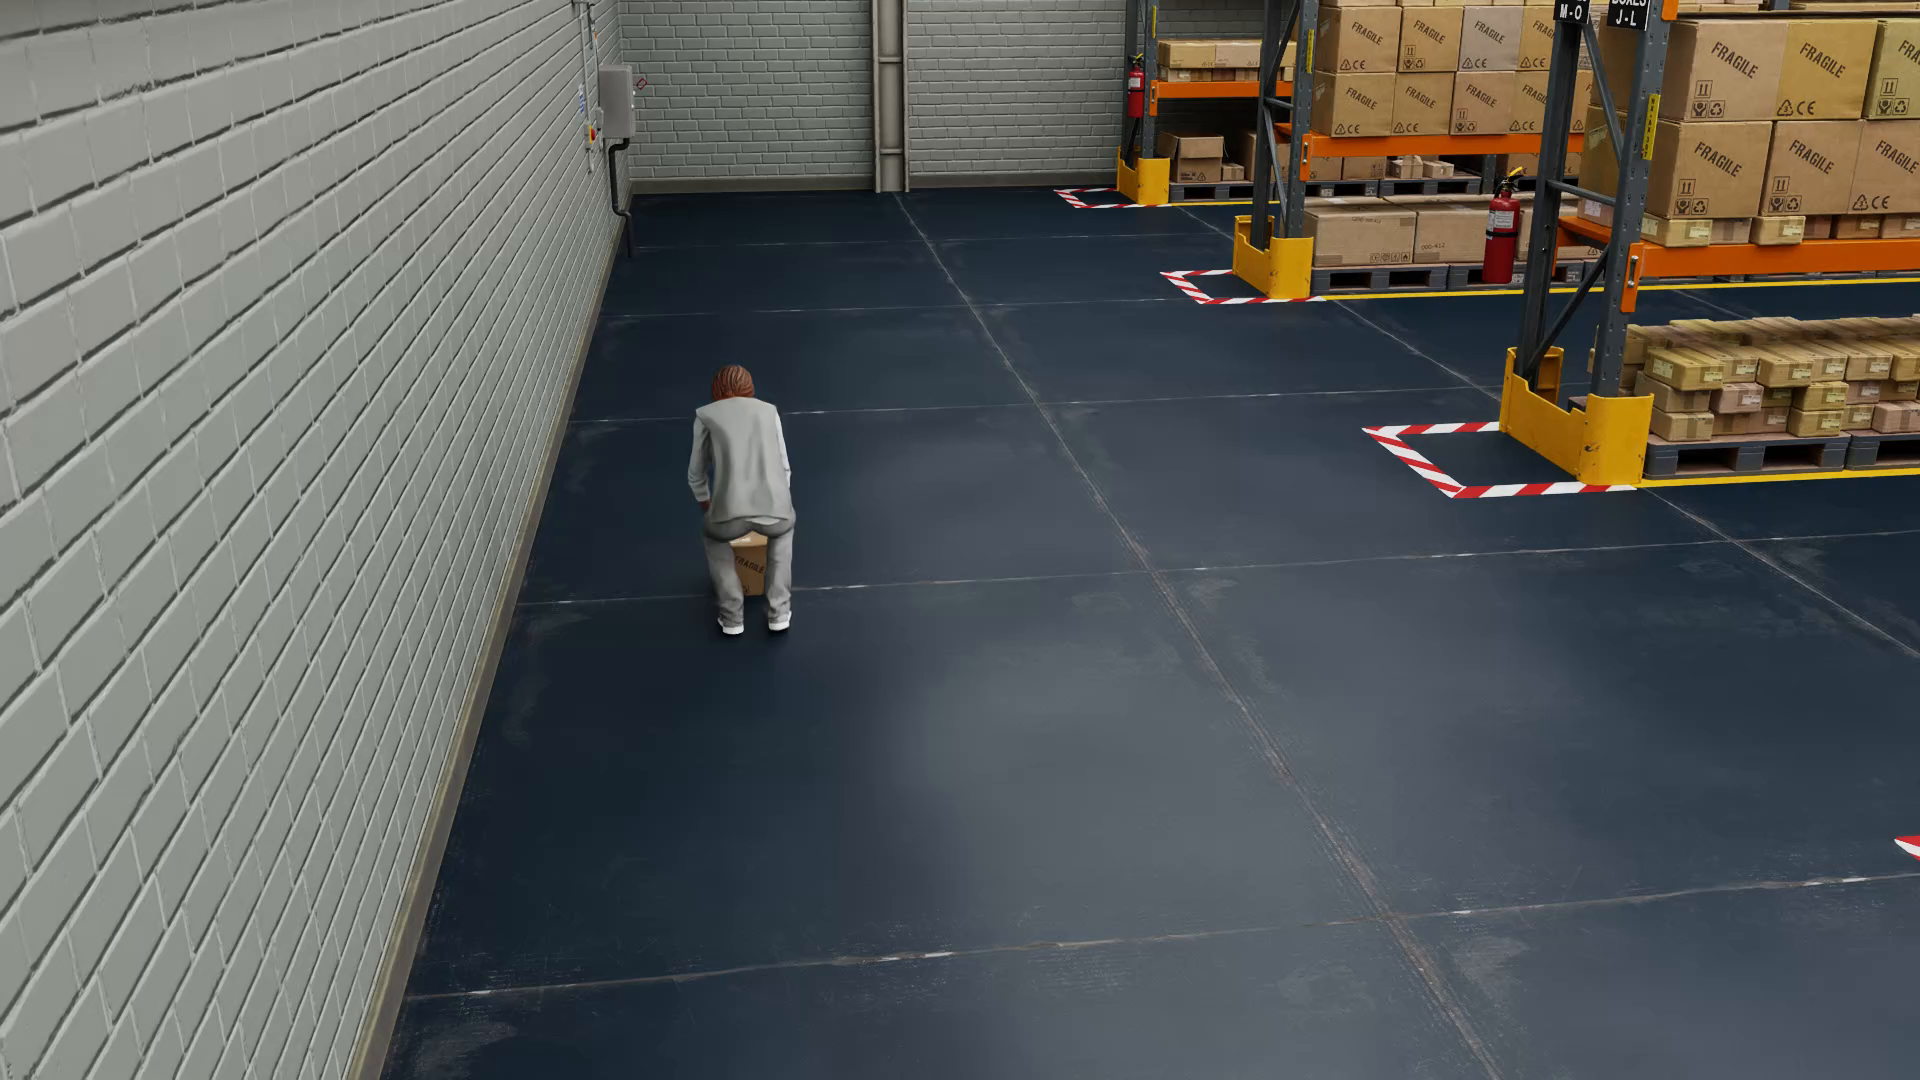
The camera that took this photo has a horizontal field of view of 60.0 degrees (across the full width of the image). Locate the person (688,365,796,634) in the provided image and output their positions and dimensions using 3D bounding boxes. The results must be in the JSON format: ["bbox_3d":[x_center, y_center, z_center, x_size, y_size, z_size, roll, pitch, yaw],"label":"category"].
[{"bbox_3d":[-0.947,-0.156,7.229,0.460,1.102,0.745,-3,21,-8],"label":"person"}]
